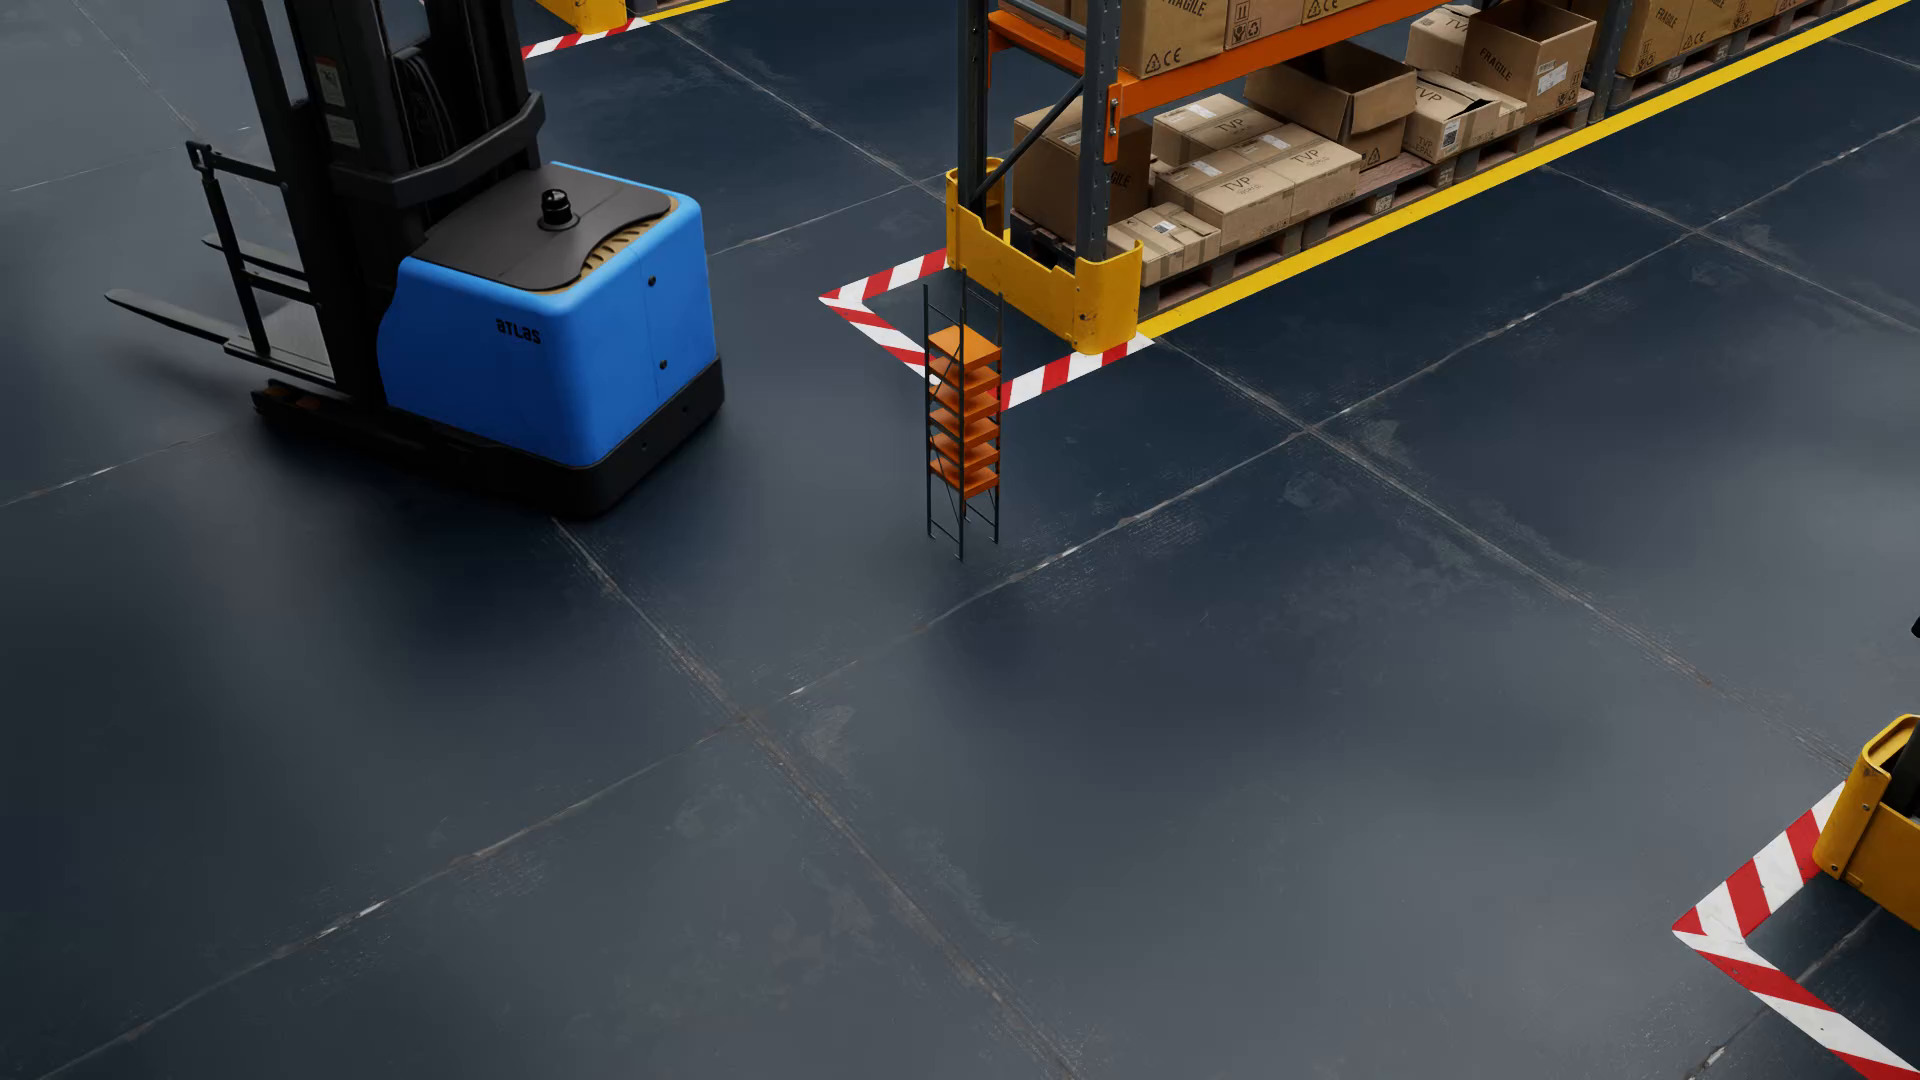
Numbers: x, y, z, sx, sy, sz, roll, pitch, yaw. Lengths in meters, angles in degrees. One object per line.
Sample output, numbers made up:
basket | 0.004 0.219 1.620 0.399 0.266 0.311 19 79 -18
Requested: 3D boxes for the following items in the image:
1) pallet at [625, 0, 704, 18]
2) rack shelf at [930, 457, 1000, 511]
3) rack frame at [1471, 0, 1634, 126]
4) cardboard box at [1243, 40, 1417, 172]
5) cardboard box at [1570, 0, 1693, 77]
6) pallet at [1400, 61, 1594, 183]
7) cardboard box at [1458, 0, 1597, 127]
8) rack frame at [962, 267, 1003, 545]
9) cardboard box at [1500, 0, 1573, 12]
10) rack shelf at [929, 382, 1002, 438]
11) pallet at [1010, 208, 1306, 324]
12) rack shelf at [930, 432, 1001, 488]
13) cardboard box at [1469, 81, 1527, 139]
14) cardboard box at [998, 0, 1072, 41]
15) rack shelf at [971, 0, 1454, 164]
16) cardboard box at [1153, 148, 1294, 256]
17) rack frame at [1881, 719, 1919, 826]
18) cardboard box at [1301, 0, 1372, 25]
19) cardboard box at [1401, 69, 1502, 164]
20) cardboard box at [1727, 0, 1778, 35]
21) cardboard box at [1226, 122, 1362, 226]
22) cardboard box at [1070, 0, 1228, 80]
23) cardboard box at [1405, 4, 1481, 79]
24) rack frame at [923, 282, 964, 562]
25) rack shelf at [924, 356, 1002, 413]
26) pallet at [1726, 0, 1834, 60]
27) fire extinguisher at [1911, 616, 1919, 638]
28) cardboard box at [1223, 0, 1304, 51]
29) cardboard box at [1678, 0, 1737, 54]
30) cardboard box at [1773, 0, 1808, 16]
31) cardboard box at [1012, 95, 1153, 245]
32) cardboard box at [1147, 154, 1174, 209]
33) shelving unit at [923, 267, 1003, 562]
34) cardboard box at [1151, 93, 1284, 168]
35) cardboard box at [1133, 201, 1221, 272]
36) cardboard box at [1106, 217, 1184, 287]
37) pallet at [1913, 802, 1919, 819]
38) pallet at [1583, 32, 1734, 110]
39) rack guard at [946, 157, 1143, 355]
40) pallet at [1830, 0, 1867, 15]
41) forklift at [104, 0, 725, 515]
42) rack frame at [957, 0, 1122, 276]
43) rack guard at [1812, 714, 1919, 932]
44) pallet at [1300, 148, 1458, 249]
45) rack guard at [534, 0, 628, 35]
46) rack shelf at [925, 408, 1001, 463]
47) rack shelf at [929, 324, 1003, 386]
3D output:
pallet | -2.002 -4.074 11.714 1.213 0.211 1.003 -26 46 -28
rack shelf | 0.011 -0.250 6.720 0.180 0.103 0.258 -26 46 -28
rack frame | 3.508 -3.907 9.311 0.127 3.000 1.000 -26 46 -28
cardboard box | 2.021 -2.383 9.075 0.637 0.503 0.797 -26 46 -28
cardboard box | 4.040 -3.175 10.042 0.500 0.500 0.500 -28 47 -30
pallet | 2.963 -2.564 9.872 1.213 0.211 1.003 -26 46 -28
cardboard box | 3.229 -2.748 9.522 0.500 0.500 0.500 -26 46 -28
rack frame | 0.084 -0.505 6.583 0.006 1.200 0.240 -26 46 -28
cardboard box | 3.724 -3.445 10.372 0.500 0.500 0.500 -26 46 -28
rack shelf | 0.011 -0.528 6.492 0.180 0.103 0.258 -26 46 -28
pallet | 1.028 -1.621 8.723 1.213 0.211 1.003 -26 46 -28
rack shelf | 0.011 -0.342 6.644 0.180 0.103 0.258 -26 46 -28
cardboard box | 2.968 -2.437 9.419 0.250 0.149 0.380 -26 46 -28
cardboard box | 0.526 -2.709 7.772 0.500 0.500 0.500 -25 45 -27
rack shelf | 1.922 -2.856 8.596 4.000 0.370 1.077 -26 46 -28
cardboard box | 1.337 -1.729 8.476 0.500 0.250 0.500 -26 46 -28
rack frame | 3.358 0.129 4.391 0.127 3.000 1.000 -26 46 -28
cardboard box | 1.654 -2.833 7.923 0.500 0.500 0.500 -26 46 -28
cardboard box | 2.634 -2.385 9.228 0.500 0.311 0.500 -26 46 -28
cardboard box | 4.857 -3.576 10.531 0.500 0.500 0.500 -25 46 -28
cardboard box | 1.733 -1.922 8.712 0.500 0.250 0.500 -26 46 -28
cardboard box | 0.849 -2.438 7.442 0.500 0.500 0.500 -25 46 -27
cardboard box | 3.043 -2.984 9.959 0.500 0.311 0.500 -26 46 -28
rack frame | -0.061 -0.434 6.496 0.006 1.200 0.240 -26 46 -28
rack shelf | 0.011 -0.621 6.416 0.180 0.103 0.258 -26 46 -28
pallet | 5.098 -3.636 11.179 1.213 0.211 1.003 -26 46 -28
fire extinguisher | 2.957 0.129 4.746 0.183 0.674 0.296 -26 46 -28
cardboard box | 1.255 -2.640 7.688 0.500 0.500 0.500 -26 46 -28
cardboard box | 4.456 -3.387 10.300 0.500 0.500 0.500 -25 46 -28
cardboard box | 5.258 -3.771 10.769 0.500 0.500 0.500 -28 47 -30
cardboard box | 0.617 -1.898 8.487 0.500 0.500 0.500 -26 46 -28
cardboard box | 0.993 -1.881 8.728 0.250 0.166 0.380 -26 46 -28
shelving unit | 0.011 -0.469 6.540 0.189 1.200 0.258 -26 46 -28
cardboard box | 1.389 -2.154 8.995 0.500 0.250 0.500 -26 46 -28
cardboard box | 1.076 -1.521 8.290 0.250 0.166 0.380 -26 46 -28
cardboard box | 0.878 -1.418 8.177 0.250 0.149 0.380 -26 46 -28
pallet | 3.944 0.859 5.700 1.213 0.211 1.003 -26 46 -28
pallet | 4.130 -3.162 10.601 1.213 0.211 1.003 -26 46 -28
rack guard | 0.397 -1.424 8.255 0.348 0.500 1.175 -26 46 -28
pallet | 6.064 -4.105 11.751 1.213 0.211 1.003 -26 46 -28
forklift | -2.623 -1.892 6.909 3.031 2.935 1.130 18 43 21
rack frame | 0.336 -2.361 7.426 0.127 3.000 1.000 -26 46 -28
rack guard | 3.339 1.105 5.173 0.348 0.500 1.175 -26 46 -28
pallet | 1.995 -2.089 9.294 1.213 0.211 1.003 -26 46 -28
rack guard | -2.690 -3.871 11.238 0.348 0.500 1.175 -26 46 -28
rack shelf | 0.011 -0.435 6.568 0.180 0.103 0.258 -26 46 -28
rack shelf | 0.011 -0.713 6.339 0.180 0.103 0.258 -26 46 -28
